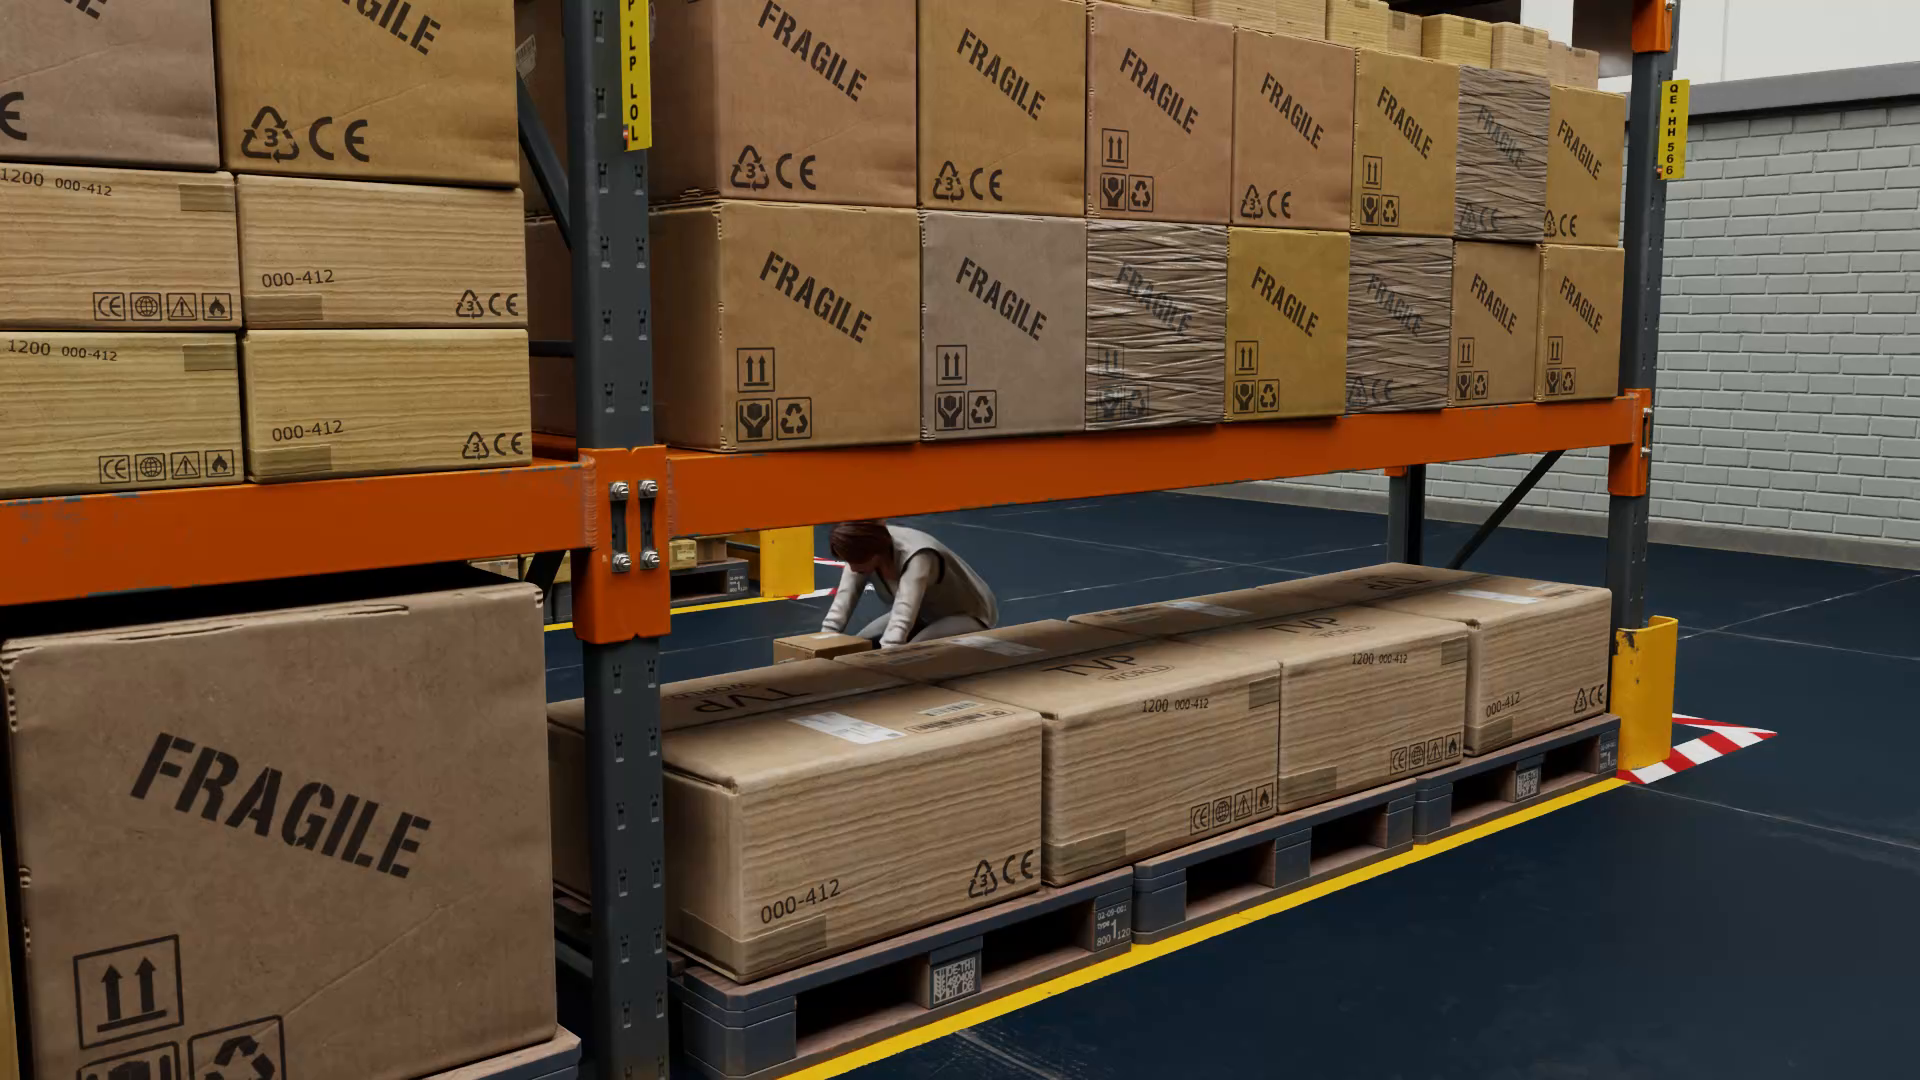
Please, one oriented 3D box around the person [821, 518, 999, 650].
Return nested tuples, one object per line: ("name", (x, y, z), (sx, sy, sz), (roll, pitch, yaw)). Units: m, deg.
("person", (-0.192, 0.320, 6.056), (0.807, 0.907, 0.447), (-7, 10, -41))
